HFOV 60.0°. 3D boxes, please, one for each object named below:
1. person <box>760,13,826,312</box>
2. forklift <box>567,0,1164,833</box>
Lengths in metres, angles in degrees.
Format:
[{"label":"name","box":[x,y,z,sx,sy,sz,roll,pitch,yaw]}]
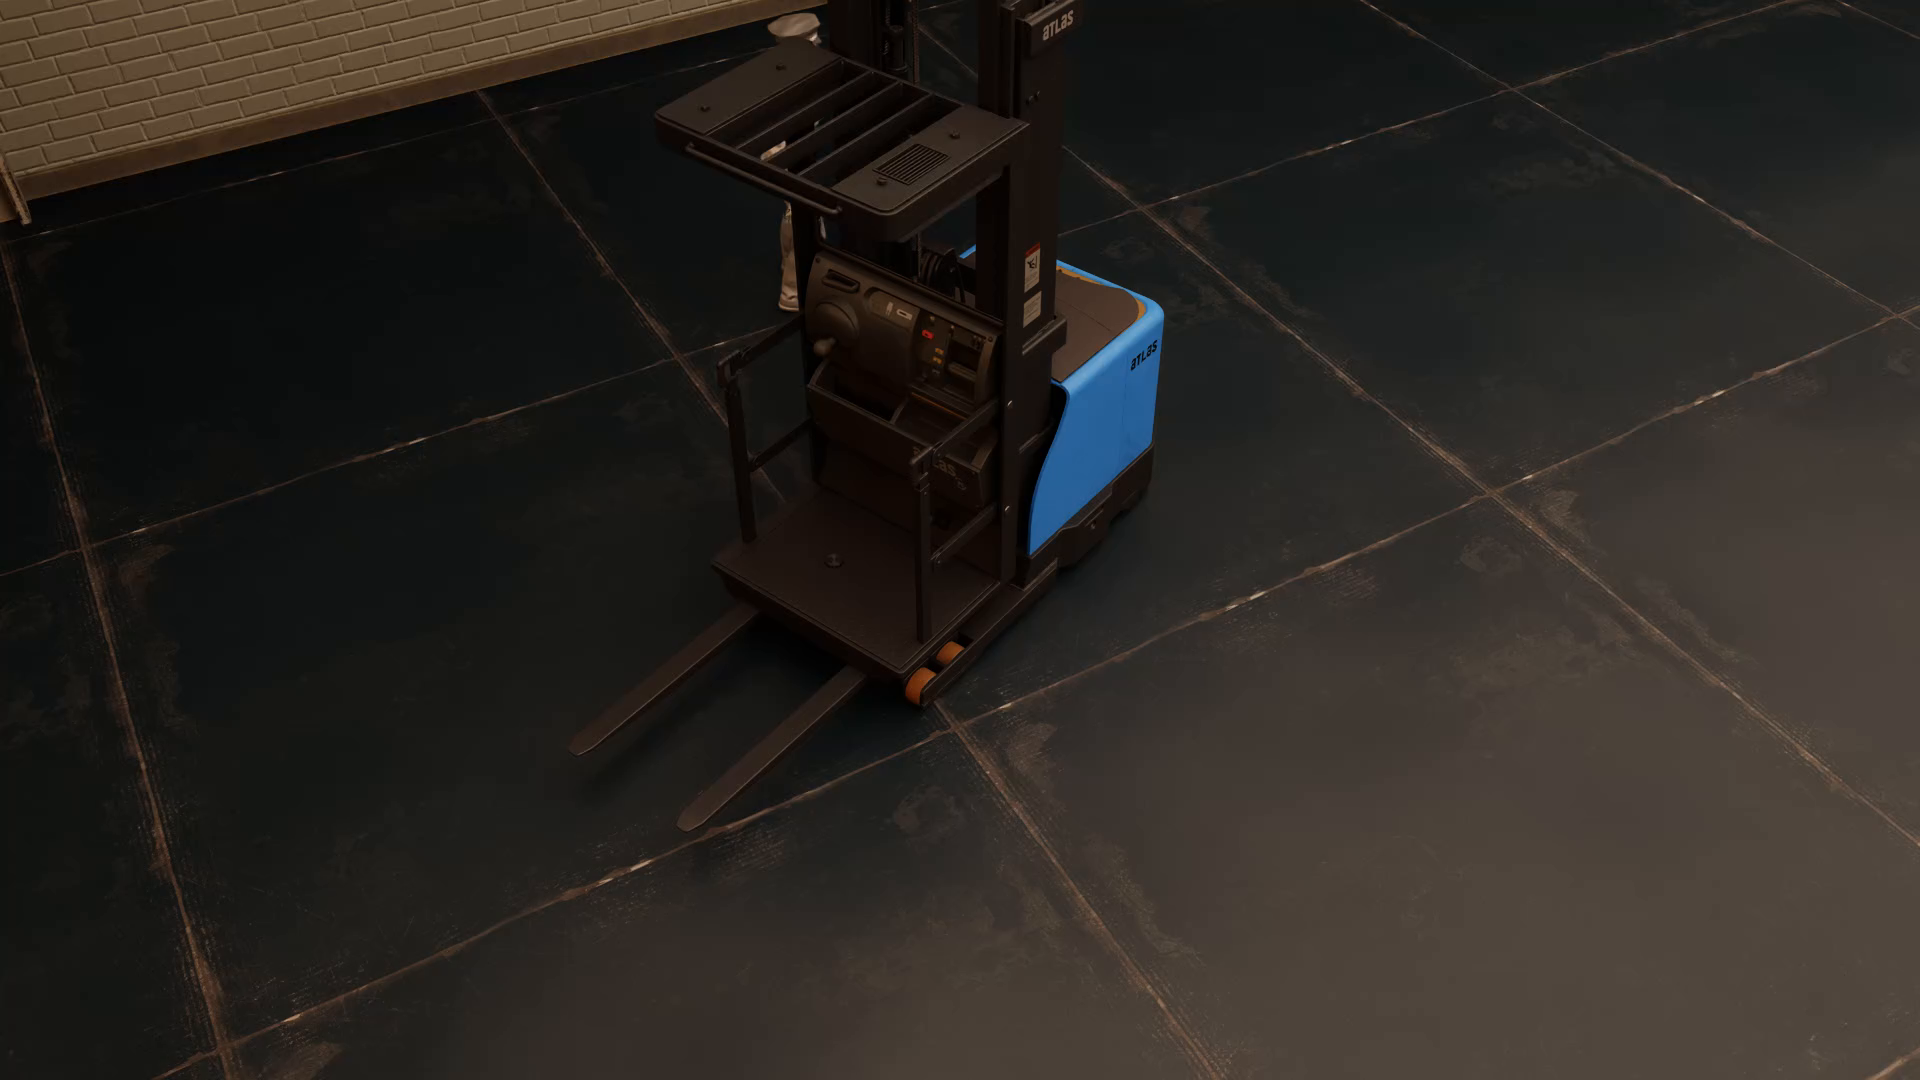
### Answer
[{"label":"person","box":[-0.869,-1.983,8.789,0.364,1.642,0.734,-10,44,-10]},{"label":"forklift","box":[-0.375,-0.749,6.505,1.130,2.935,3.031,28,50,27]}]
